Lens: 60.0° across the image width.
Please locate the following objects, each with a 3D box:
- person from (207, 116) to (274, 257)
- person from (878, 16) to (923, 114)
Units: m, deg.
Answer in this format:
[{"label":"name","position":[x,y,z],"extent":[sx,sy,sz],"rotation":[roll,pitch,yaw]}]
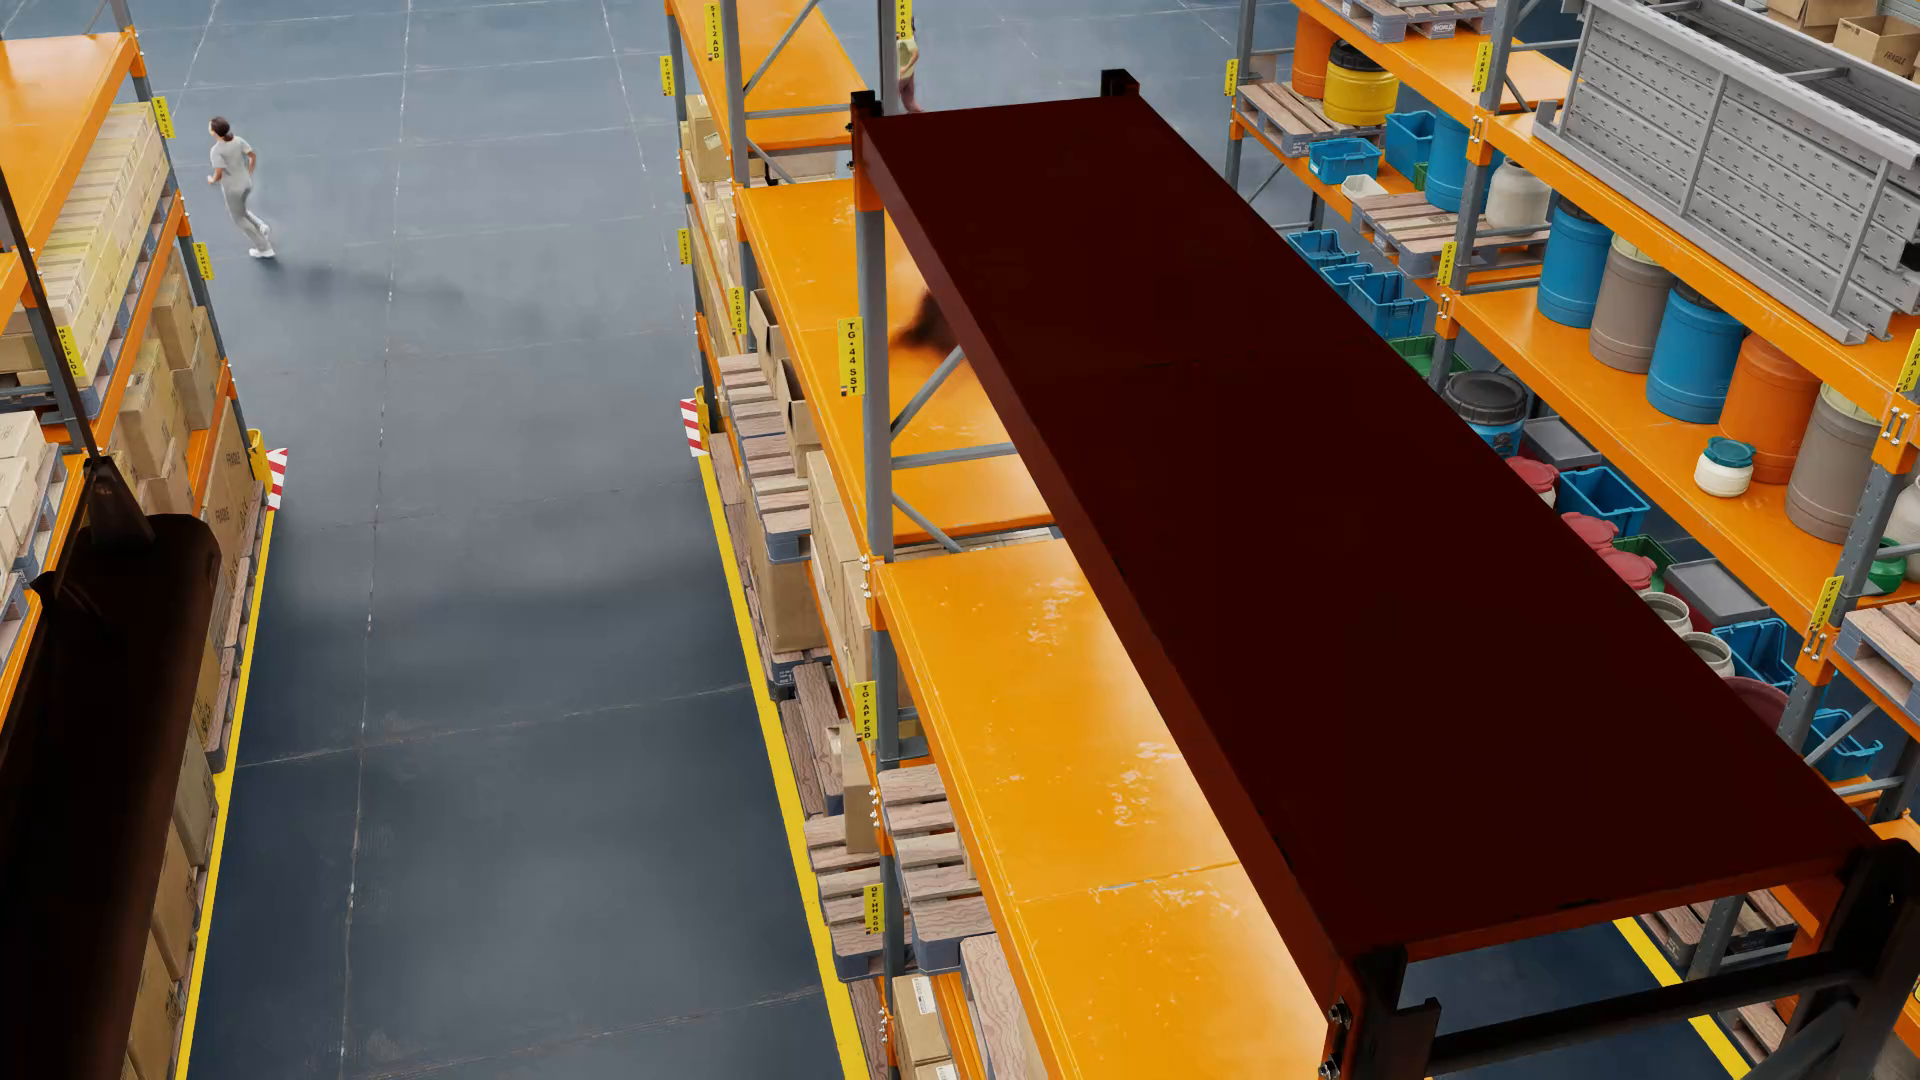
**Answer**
[{"label":"person","position":[-8.006,-3.904,18.374],"extent":[0.589,1.607,0.512],"rotation":[12,36,16]},{"label":"person","position":[-0.703,-5.869,21.179],"extent":[0.694,1.723,0.560],"rotation":[6,35,9]}]
